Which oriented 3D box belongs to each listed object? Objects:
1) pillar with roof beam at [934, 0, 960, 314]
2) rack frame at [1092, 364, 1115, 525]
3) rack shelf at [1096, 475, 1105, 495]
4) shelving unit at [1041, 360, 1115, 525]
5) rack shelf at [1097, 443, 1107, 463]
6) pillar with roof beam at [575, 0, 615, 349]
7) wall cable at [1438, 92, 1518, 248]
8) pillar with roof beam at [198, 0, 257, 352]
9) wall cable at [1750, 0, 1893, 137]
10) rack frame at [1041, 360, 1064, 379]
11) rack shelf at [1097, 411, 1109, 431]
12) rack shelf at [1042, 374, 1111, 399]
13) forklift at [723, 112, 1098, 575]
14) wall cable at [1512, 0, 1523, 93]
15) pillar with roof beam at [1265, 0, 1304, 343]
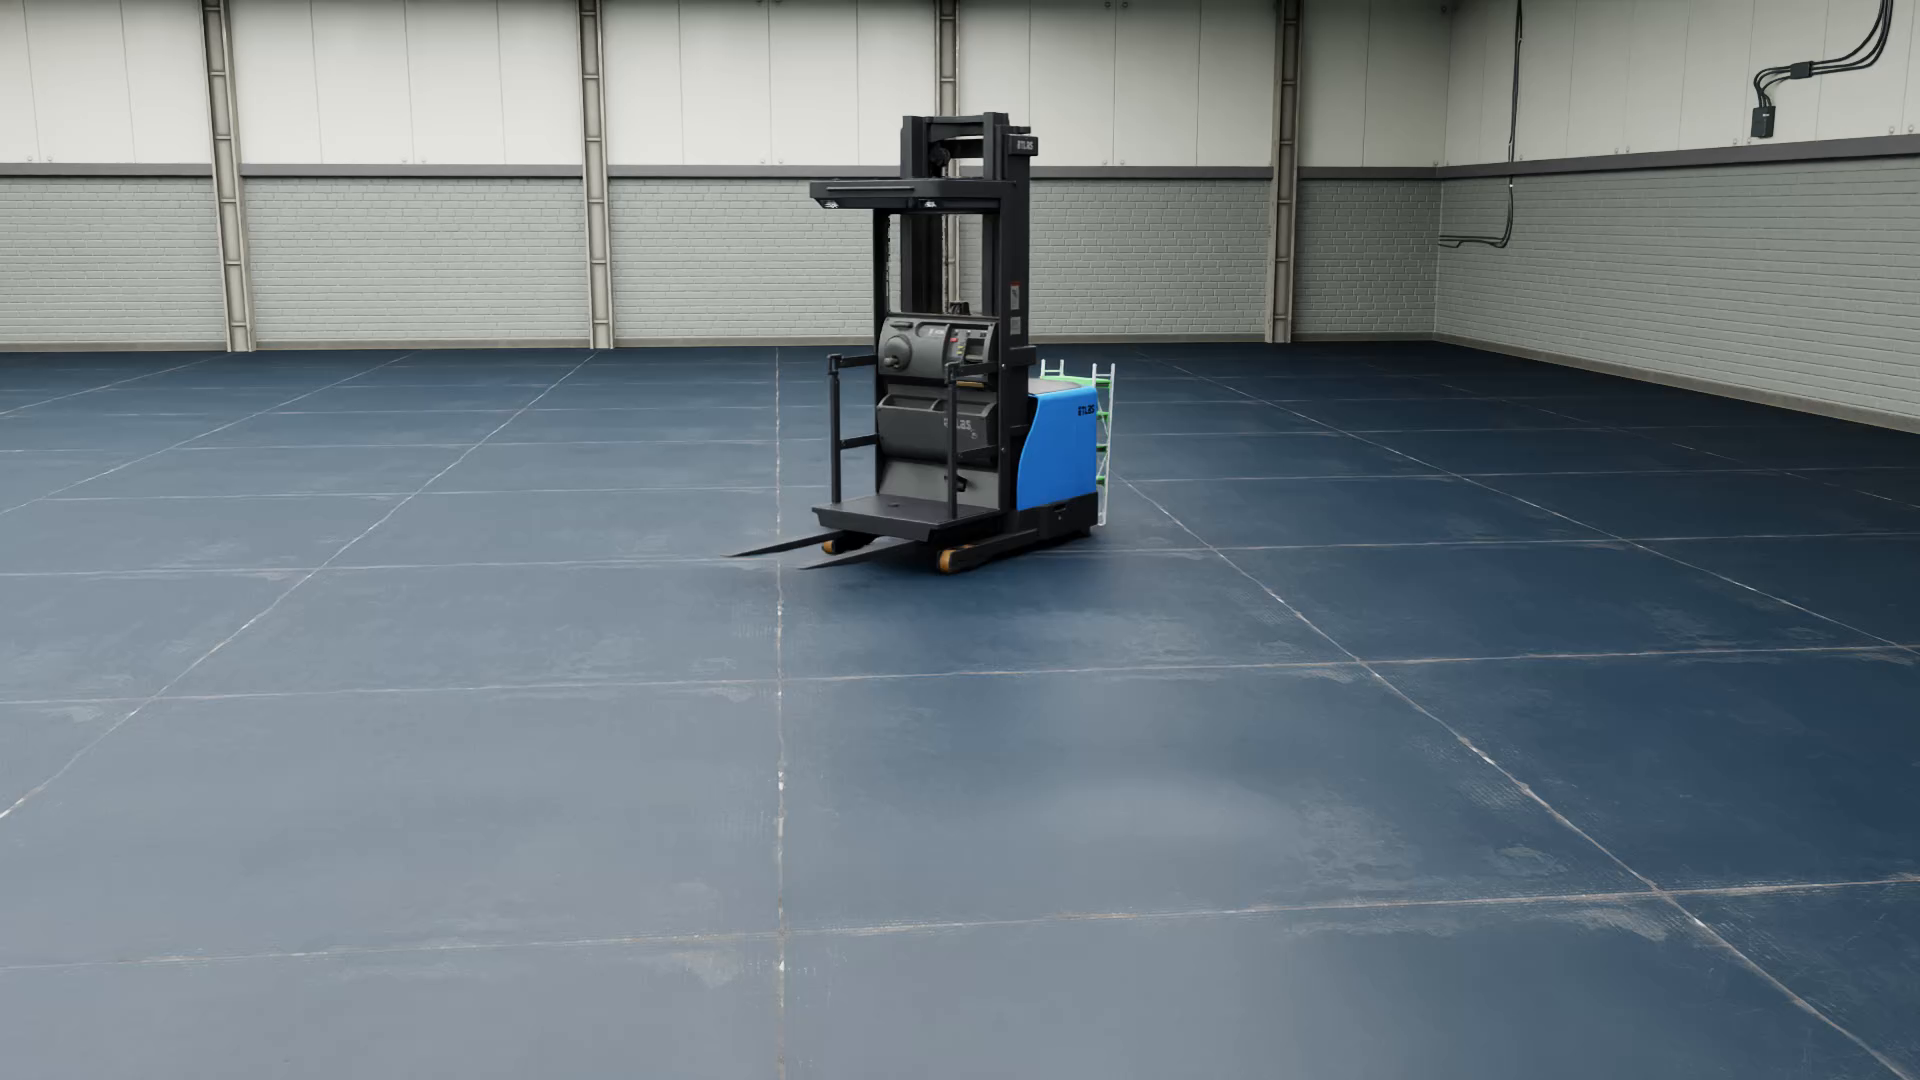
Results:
[{"bbox_3d":[0.243,-7.043,24.365,0.400,9.000,9.100,-1,11,-6],"label":"pillar with roof beam"},{"bbox_3d":[1.028,-0.698,12.267,0.015,1.200,0.240,10,11,42],"label":"rack frame"},{"bbox_3d":[0.836,-0.430,12.473,0.480,0.148,0.258,10,11,42],"label":"rack shelf"},{"bbox_3d":[0.850,-0.730,12.429,0.503,1.200,0.258,10,11,42],"label":"shelving unit"},{"bbox_3d":[0.847,-0.667,12.439,0.480,0.148,0.258,10,11,42],"label":"rack shelf"},{"bbox_3d":[-5.722,-6.918,23.729,0.400,9.000,9.100,-1,11,-6],"label":"pillar with roof beam"},{"bbox_3d":[8.814,-6.278,28.522,0.112,2.526,3.097,-1,11,-6],"label":"wall cable"},{"bbox_3d":[-11.687,-6.793,23.093,0.400,9.000,9.100,-1,11,-6],"label":"pillar with roof beam"},{"bbox_3d":[9.824,-7.649,18.632,0.169,6.003,2.305,-1,11,-6],"label":"wall cable"},{"bbox_3d":[0.671,-0.762,12.592,0.015,1.200,0.240,10,11,42],"label":"rack frame"},{"bbox_3d":[0.858,-0.904,12.404,0.480,0.148,0.258,10,11,42],"label":"rack shelf"},{"bbox_3d":[0.869,-1.141,12.369,0.480,0.148,0.258,10,11,42],"label":"rack shelf"},{"bbox_3d":[-0.286,-1.321,10.987,1.130,2.935,3.031,8,14,36],"label":"forklift"},{"bbox_3d":[9.106,-8.237,25.396,0.112,2.526,3.097,-1,11,-6],"label":"wall cable"},{"bbox_3d":[6.207,-7.168,25.000,0.400,9.000,9.100,-1,11,-6],"label":"pillar with roof beam"}]
